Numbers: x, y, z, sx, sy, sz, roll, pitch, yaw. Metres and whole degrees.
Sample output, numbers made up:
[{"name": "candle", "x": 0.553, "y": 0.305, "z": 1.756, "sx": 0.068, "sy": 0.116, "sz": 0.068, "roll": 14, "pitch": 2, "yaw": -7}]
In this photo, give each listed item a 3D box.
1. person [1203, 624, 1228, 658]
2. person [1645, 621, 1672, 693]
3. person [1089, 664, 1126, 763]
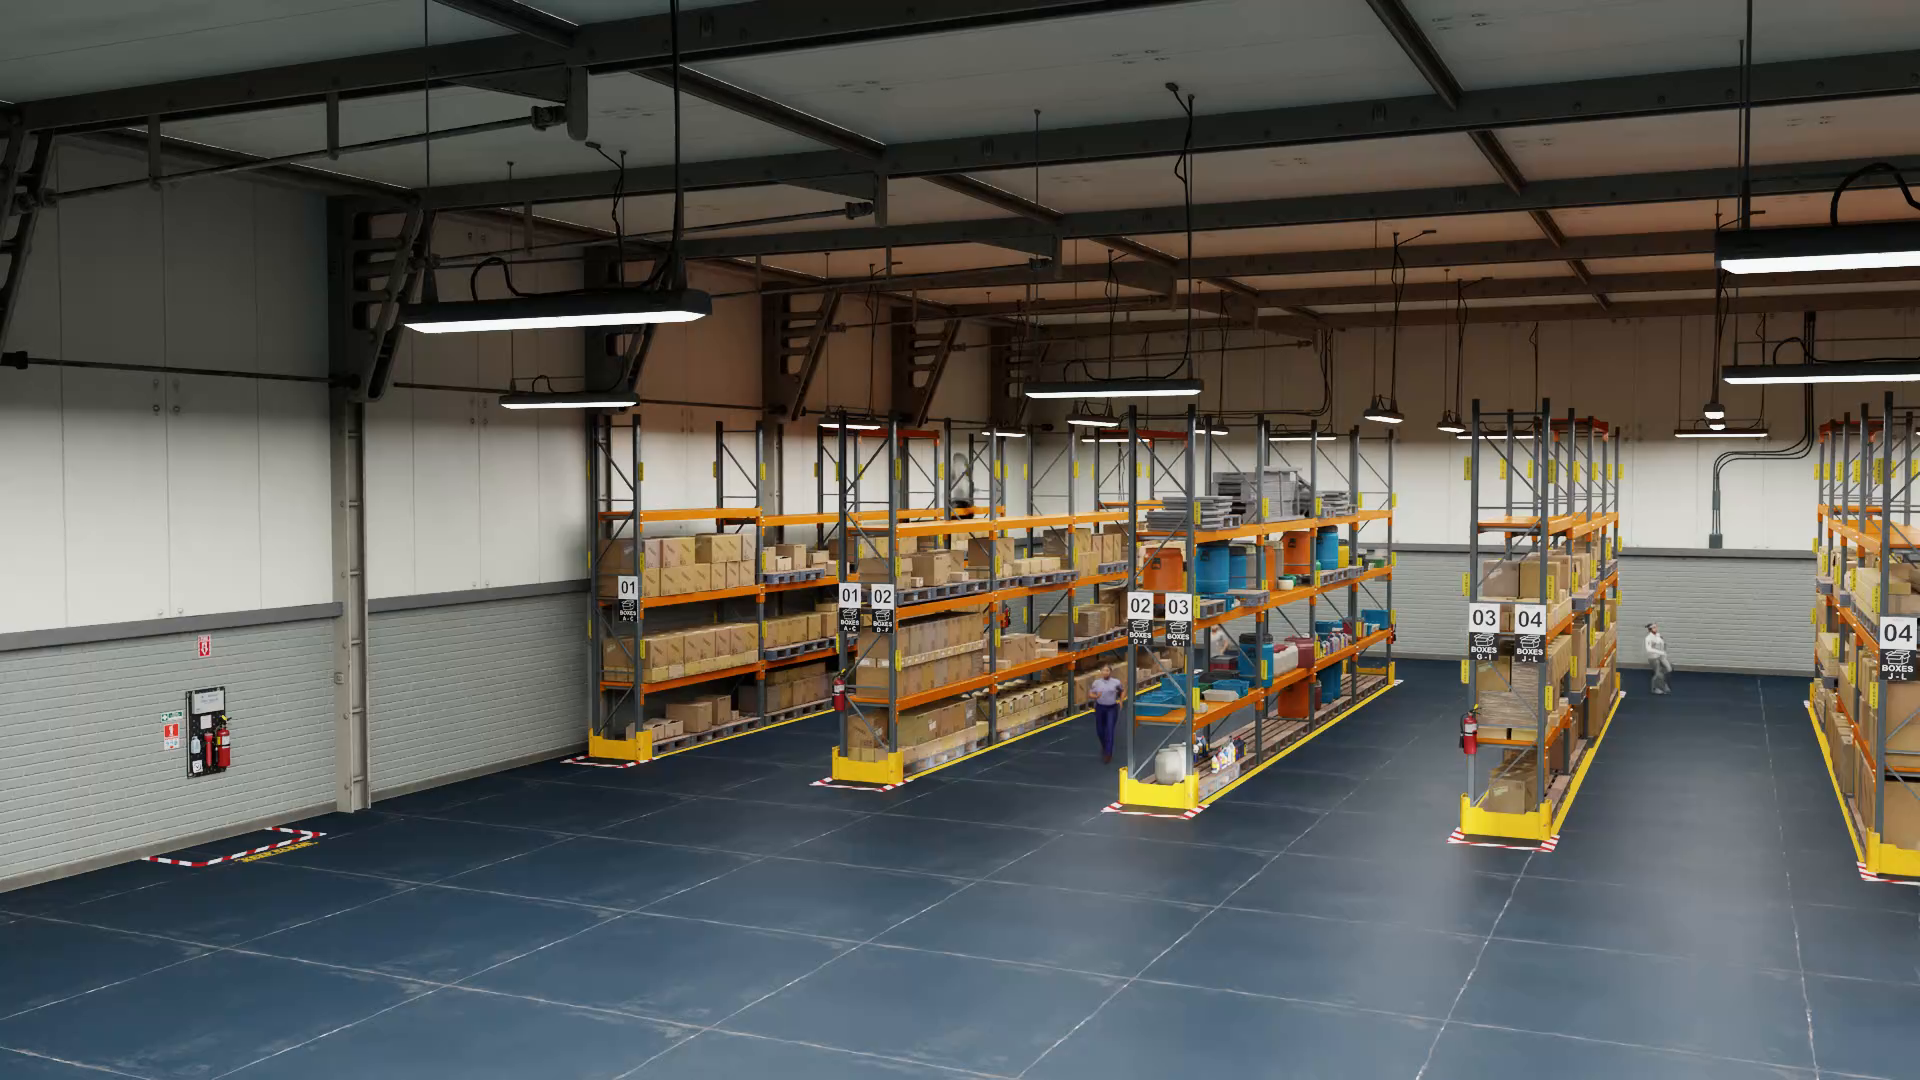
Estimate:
[{"name": "person", "x": 5.731, "y": 2.633, "z": 37.450, "sx": 0.540, "sy": 1.653, "sz": 0.655, "roll": 1, "pitch": 2, "yaw": 18}, {"name": "person", "x": 15.620, "y": 2.635, "z": 37.247, "sx": 0.604, "sy": 1.629, "sz": 0.607, "roll": -1, "pitch": 3, "yaw": -22}, {"name": "person", "x": 2.537, "y": 2.975, "z": 28.801, "sx": 0.604, "sy": 1.639, "sz": 0.898, "roll": 1, "pitch": 2, "yaw": 17}]
